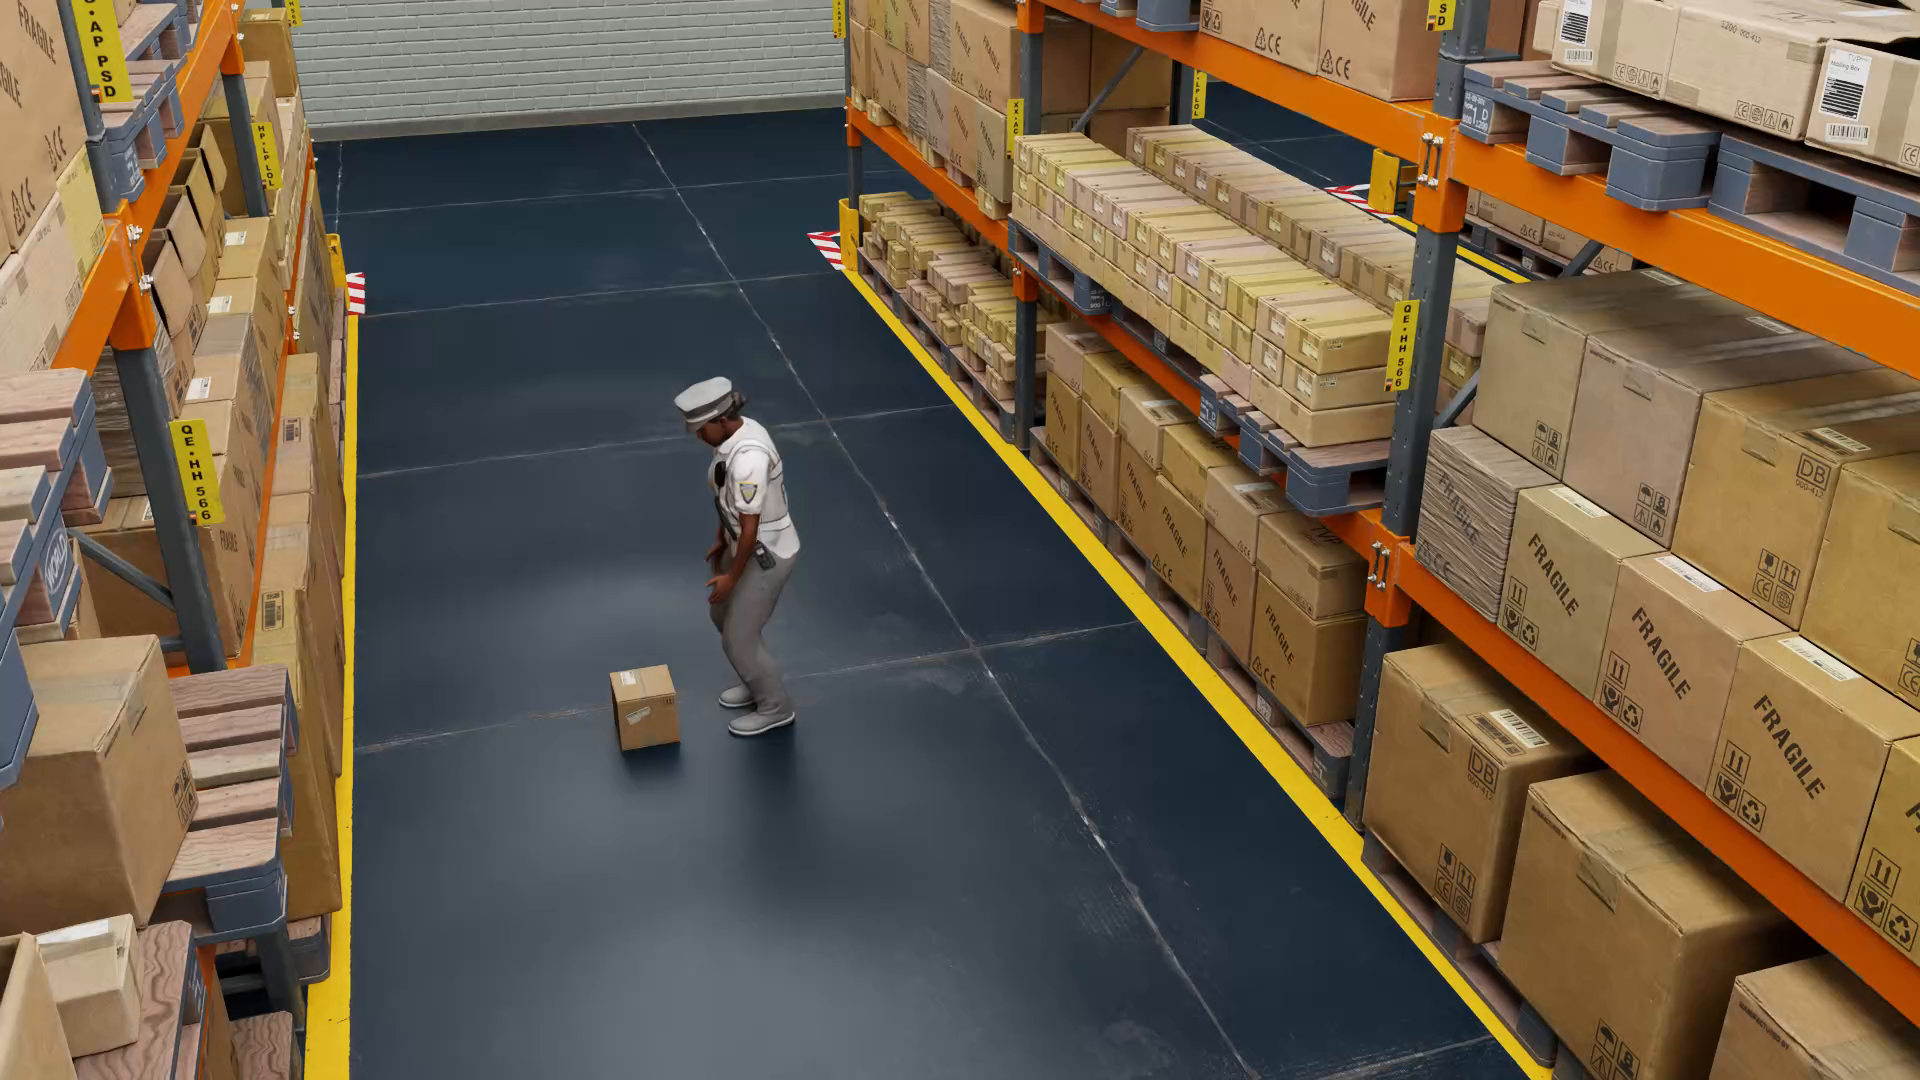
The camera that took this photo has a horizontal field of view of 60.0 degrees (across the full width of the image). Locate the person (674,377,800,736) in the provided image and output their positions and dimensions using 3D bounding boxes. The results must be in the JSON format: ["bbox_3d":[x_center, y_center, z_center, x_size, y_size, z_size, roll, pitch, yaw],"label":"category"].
[{"bbox_3d":[-0.916,0.076,7.043,0.480,1.604,0.465,-8,27,-15],"label":"person"}]
